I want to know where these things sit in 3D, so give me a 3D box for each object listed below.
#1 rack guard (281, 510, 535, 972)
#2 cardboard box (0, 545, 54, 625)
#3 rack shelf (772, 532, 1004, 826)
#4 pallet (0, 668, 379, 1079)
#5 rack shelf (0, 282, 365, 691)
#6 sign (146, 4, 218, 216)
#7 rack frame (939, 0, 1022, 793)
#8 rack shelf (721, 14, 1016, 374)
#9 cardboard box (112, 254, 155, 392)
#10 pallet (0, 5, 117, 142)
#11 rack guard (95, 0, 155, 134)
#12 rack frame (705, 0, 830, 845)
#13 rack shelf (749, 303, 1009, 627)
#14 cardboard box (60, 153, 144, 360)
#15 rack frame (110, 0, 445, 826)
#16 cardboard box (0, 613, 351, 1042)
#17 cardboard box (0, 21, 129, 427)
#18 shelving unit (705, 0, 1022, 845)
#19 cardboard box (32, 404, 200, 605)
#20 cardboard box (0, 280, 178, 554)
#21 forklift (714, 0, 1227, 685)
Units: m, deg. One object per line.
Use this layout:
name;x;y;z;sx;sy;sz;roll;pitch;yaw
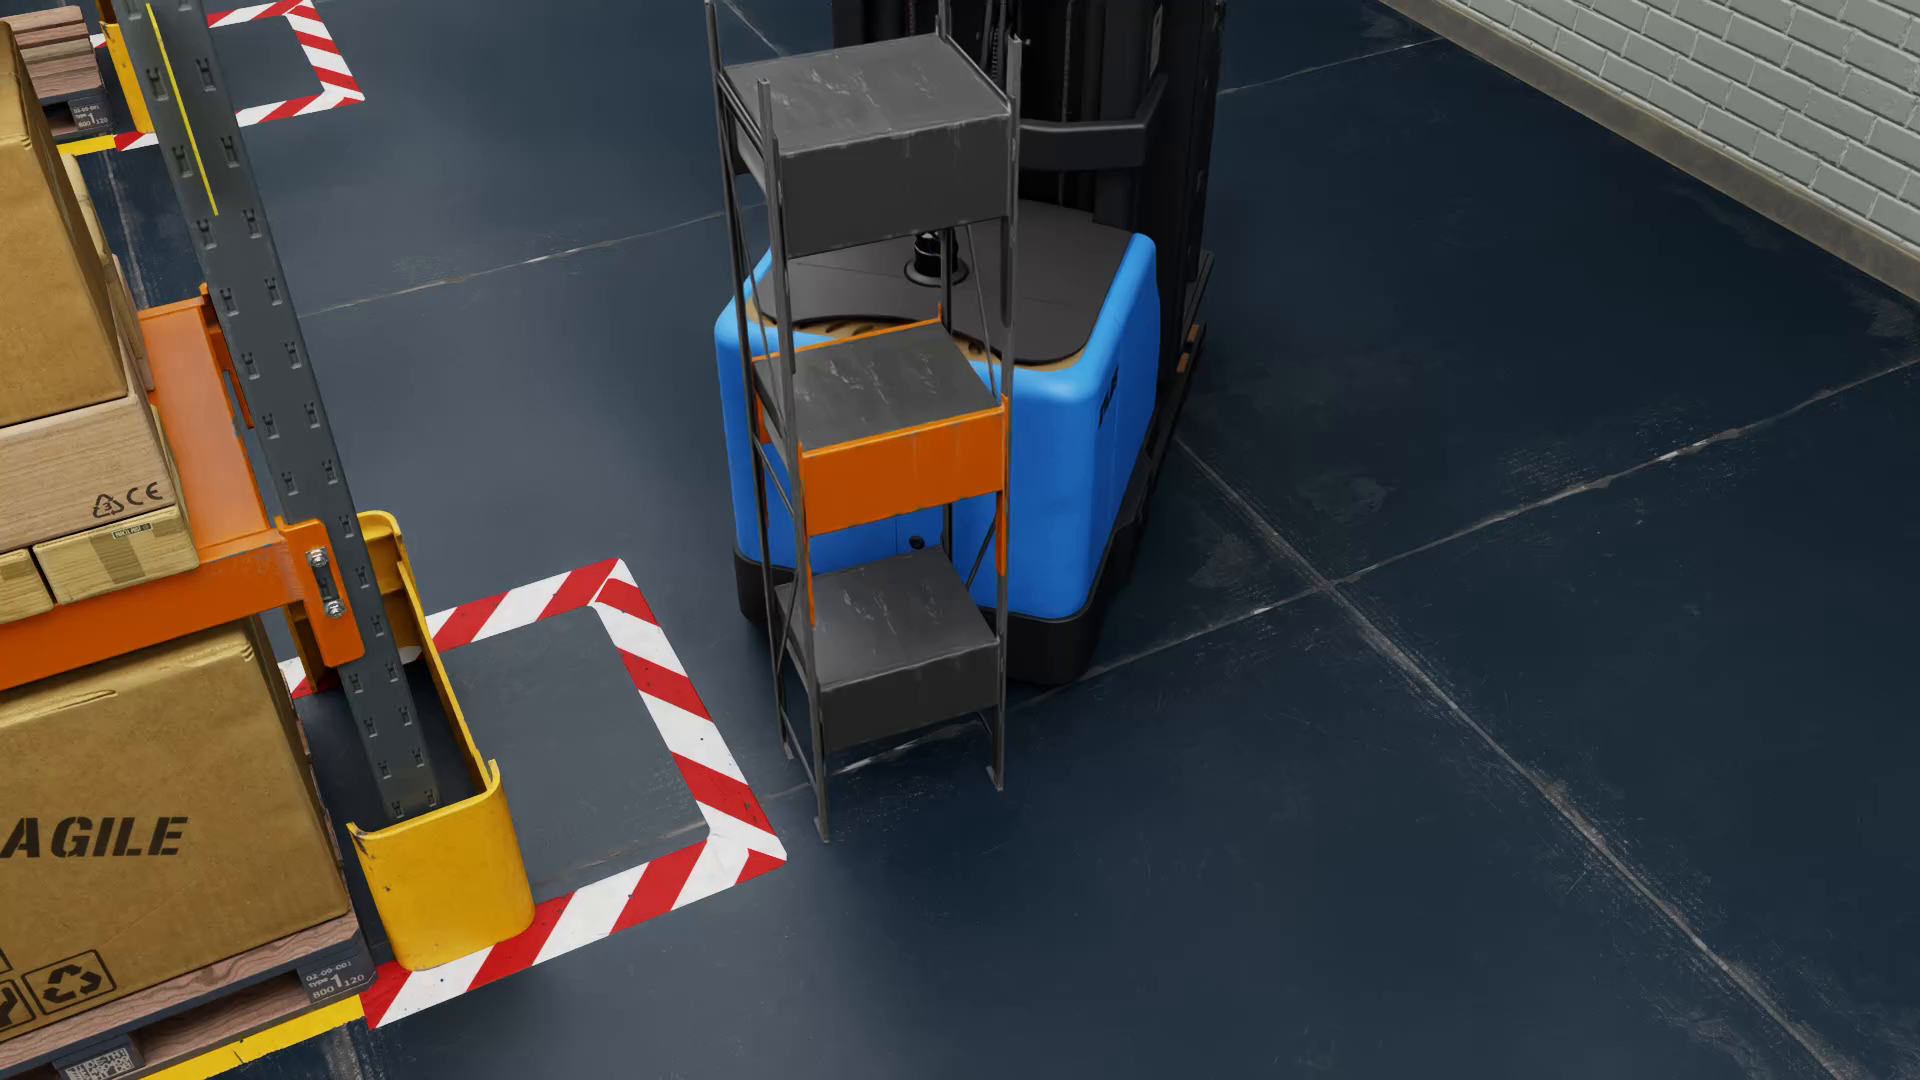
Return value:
rack guard;-1.458;0.481;4.295;0.348;0.500;1.175;-19;44;-21
cardboard box;-1.873;0.004;3.119;0.250;0.149;0.380;-18;44;-20
rack shelf;-0.192;0.356;4.309;0.480;0.518;0.431;-14;42;-16
pallet;-2.152;0.882;4.045;1.213;0.211;1.003;-19;44;-21
rack shelf;-3.253;0.406;3.006;4.000;0.370;1.077;-19;44;-21
sign;-1.241;-0.683;2.656;0.005;0.325;0.100;-19;44;-21
rack frame;0.035;-0.247;3.916;0.015;2.100;0.400;-14;42;-16
rack shelf;-0.192;-0.713;3.405;0.480;0.518;0.431;-14;42;-16
cardboard box;-1.947;-0.453;3.658;0.250;0.149;0.380;-18;43;-20
pallet;-4.517;-2.016;7.468;1.213;0.211;1.003;-19;44;-21
rack guard;-3.752;-2.365;7.656;0.348;0.500;1.175;-19;44;-21
rack frame;-0.419;-0.131;3.780;0.015;2.100;0.400;-14;42;-16
rack shelf;-0.192;-0.179;3.857;0.480;0.518;0.431;-14;42;-16
cardboard box;-2.030;-0.534;3.445;0.500;0.250;0.500;-20;44;-22
rack frame;-1.479;-0.466;3.479;0.127;3.000;1.000;-19;44;-21
cardboard box;-2.010;0.422;3.750;0.875;0.875;0.875;-19;44;-21
cardboard box;-1.790;-0.512;2.839;0.500;0.500;0.500;-18;43;-20
shelving unit;-0.192;-0.189;3.848;0.503;2.100;0.431;-14;42;-16
cardboard box;-1.643;-0.075;3.211;0.250;0.149;0.380;-18;43;-20
cardboard box;-1.786;-0.225;3.081;0.500;0.250;0.500;-19;44;-21
forklift;0.253;-1.675;4.960;1.130;2.935;3.031;11;41;12
